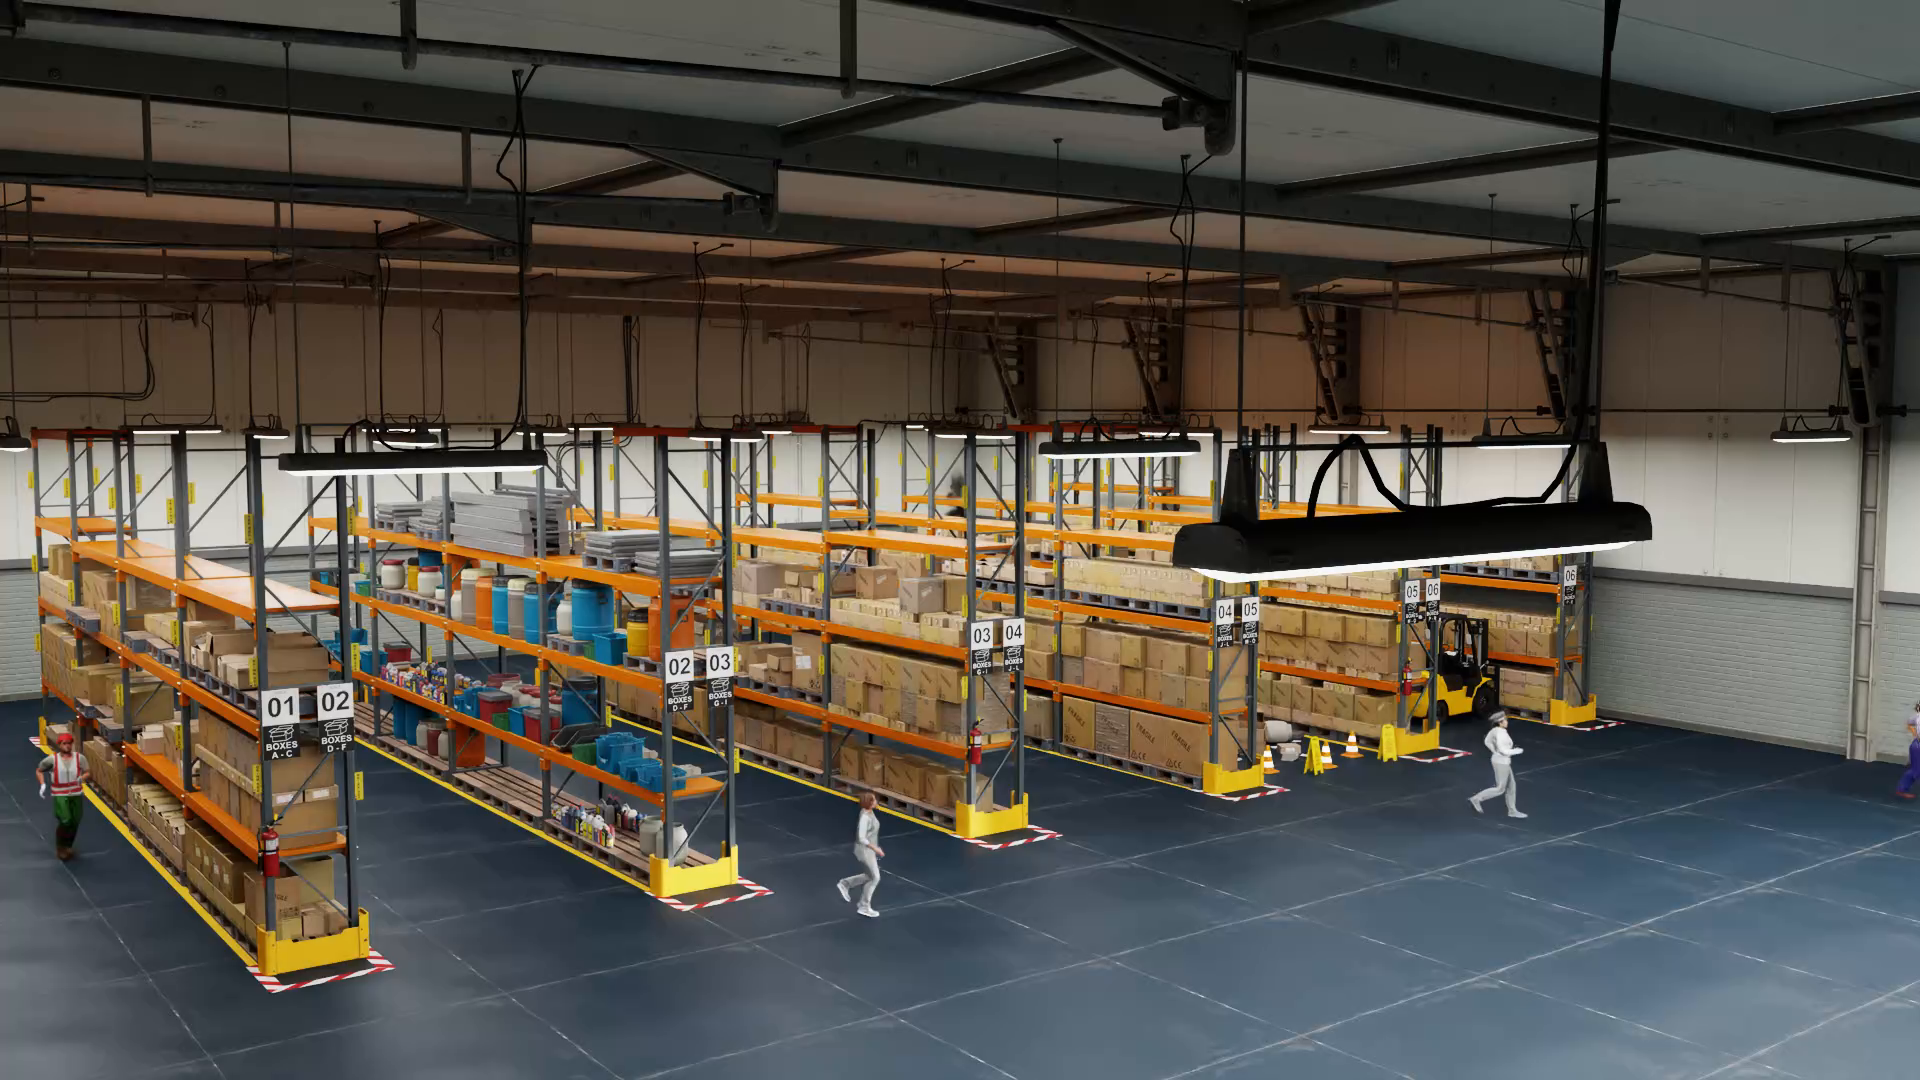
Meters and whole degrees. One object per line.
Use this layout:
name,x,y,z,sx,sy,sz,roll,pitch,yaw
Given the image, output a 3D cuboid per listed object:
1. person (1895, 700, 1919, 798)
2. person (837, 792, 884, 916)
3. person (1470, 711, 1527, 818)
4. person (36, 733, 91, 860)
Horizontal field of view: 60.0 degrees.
person,15.545,3.414,26.835,0.695,1.694,0.576,3,6,38
person,-1.242,3.927,20.819,0.606,1.578,0.557,0,4,0
person,8.344,3.465,25.734,0.874,1.669,0.623,1,5,11
person,-12.538,3.603,23.353,0.641,1.775,0.690,-4,6,-44
